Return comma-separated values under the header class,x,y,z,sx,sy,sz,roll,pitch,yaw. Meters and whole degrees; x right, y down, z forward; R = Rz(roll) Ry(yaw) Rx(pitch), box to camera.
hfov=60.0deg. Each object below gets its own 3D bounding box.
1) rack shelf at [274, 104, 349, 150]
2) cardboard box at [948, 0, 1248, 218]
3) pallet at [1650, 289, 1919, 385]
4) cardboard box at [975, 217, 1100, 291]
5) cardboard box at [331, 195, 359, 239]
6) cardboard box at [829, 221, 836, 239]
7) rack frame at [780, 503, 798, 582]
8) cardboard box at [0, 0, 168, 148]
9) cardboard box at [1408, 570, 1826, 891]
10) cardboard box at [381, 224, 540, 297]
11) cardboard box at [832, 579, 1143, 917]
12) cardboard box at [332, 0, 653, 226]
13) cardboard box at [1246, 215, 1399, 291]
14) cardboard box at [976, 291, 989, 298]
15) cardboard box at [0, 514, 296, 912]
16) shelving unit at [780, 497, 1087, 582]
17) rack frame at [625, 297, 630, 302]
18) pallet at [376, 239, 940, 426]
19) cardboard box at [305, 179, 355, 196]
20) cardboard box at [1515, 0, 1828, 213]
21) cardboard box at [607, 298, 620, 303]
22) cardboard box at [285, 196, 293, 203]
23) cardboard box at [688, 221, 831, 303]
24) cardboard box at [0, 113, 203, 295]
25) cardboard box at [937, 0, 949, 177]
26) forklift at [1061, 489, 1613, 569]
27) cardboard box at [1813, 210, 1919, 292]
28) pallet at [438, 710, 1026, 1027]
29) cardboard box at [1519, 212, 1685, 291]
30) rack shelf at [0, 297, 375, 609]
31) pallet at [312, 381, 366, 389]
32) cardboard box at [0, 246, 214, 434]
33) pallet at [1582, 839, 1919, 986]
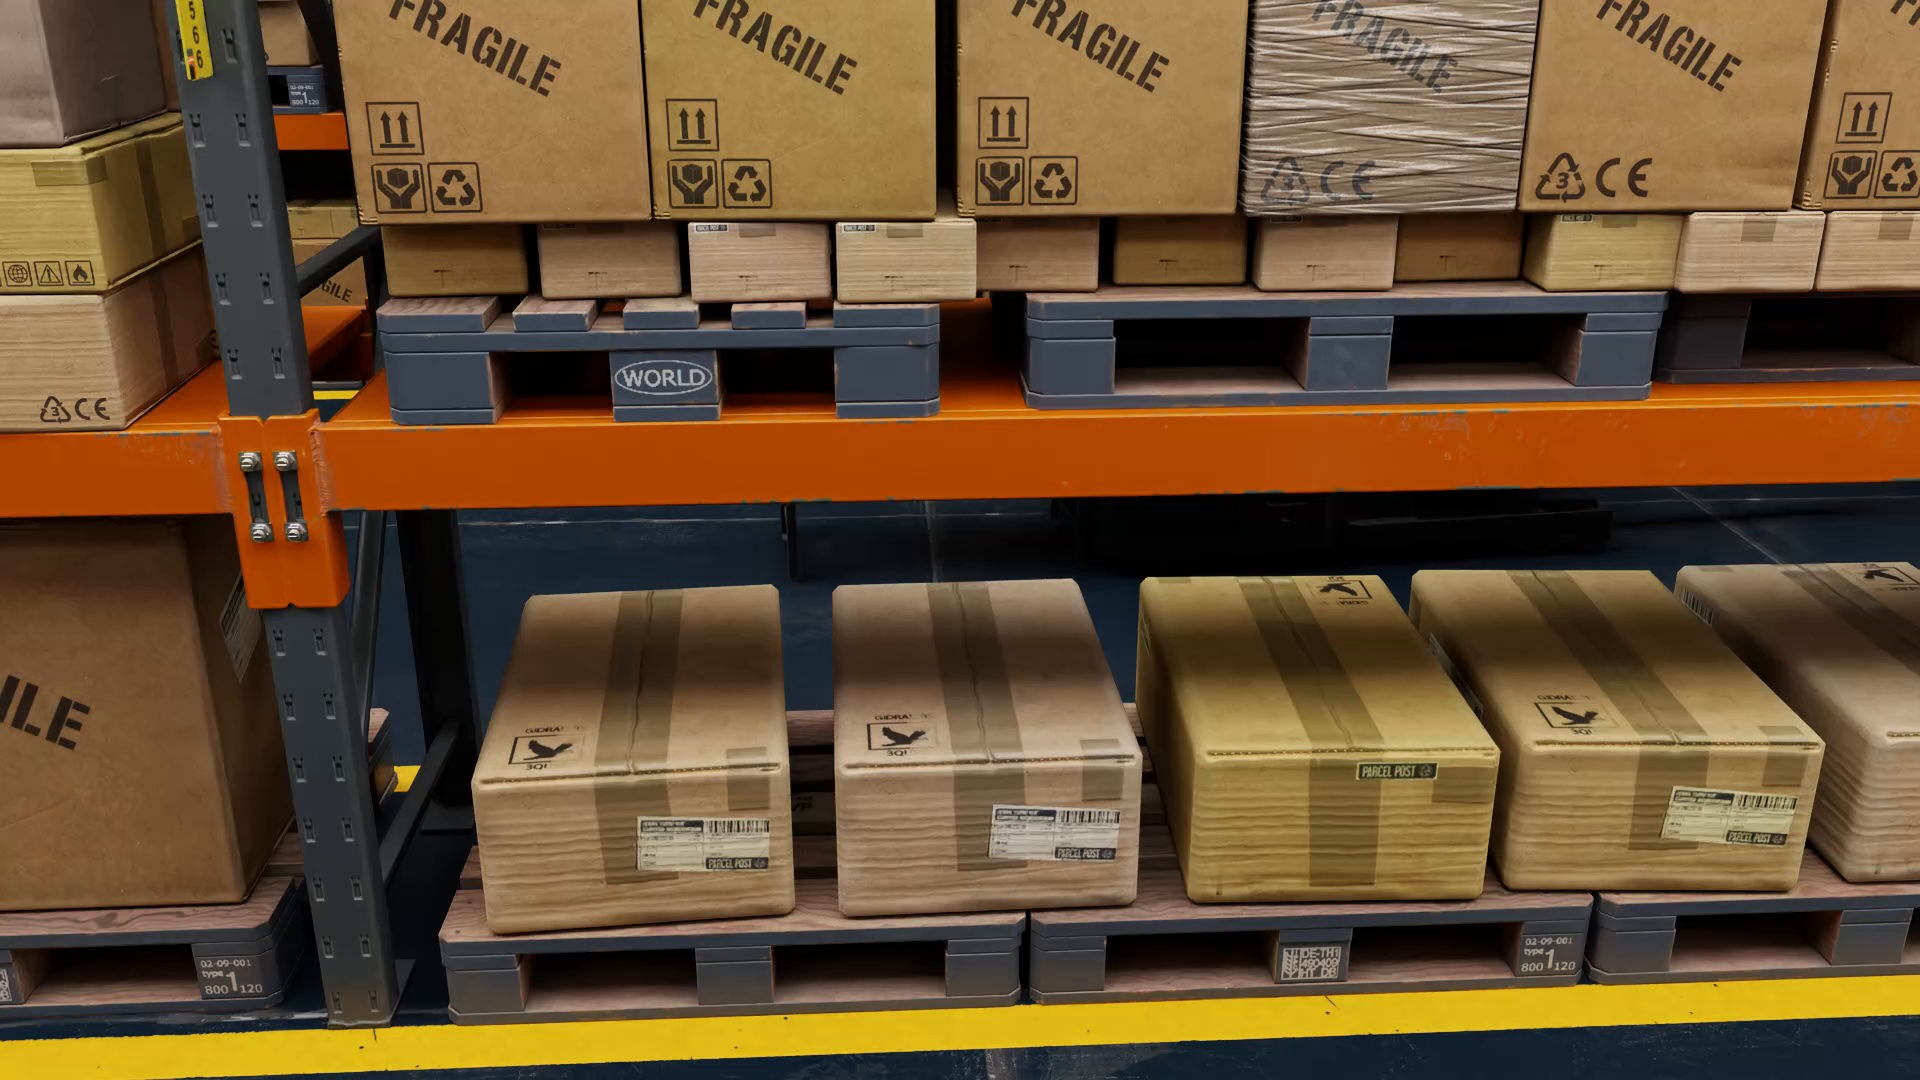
class,x,y,z,sx,sy,sz,roll,pitch,yaw
rack shelf,-3.560,-1.950,8.038,4.000,0.370,1.077,-1,21,-3
cardboard box,0.236,-0.899,3.117,0.500,0.500,0.500,-1,21,-2
pallet,1.946,-0.591,3.728,1.213,0.211,1.003,-1,21,-3
cardboard box,0.131,-0.597,3.236,0.250,0.149,0.380,0,21,0
cardboard box,-2.844,-1.562,8.020,0.250,0.149,0.380,-1,21,-1
cardboard box,-0.198,-0.787,3.736,0.250,0.149,0.380,-2,21,-6
rack frame,-0.613,-0.645,5.707,0.032,1.500,0.500,-3,21,-8
cardboard box,-1.777,-0.974,2.918,0.500,0.500,0.500,-2,21,-5
cardboard box,1.476,0.414,3.920,0.625,0.372,0.950,0,21,0
cardboard box,-0.941,-0.583,3.199,0.250,0.149,0.380,-2,21,-6
cardboard box,0.025,0.442,3.846,0.625,0.372,0.950,-2,21,-4
cardboard box,-0.813,-0.872,3.048,0.500,0.500,0.500,-2,21,-5
cardboard box,0.675,-0.599,3.240,0.250,0.149,0.380,-1,21,-1
cardboard box,0.385,-1.451,8.463,0.625,0.625,0.875,-2,21,-5
cardboard box,-1.970,0.218,3.729,0.875,0.875,0.875,-1,21,-4
shelving unit,-0.110,-0.673,5.781,1.048,1.500,0.538,-3,21,-8
rack frame,-1.563,-2.327,8.017,0.127,3.000,1.000,-1,21,-3
pallet,-0.571,-0.526,3.557,1.003,0.211,1.213,-1,21,-3
cardboard box,-3.147,-1.734,8.470,0.250,0.149,0.380,-2,21,-4
cardboard box,1.259,-0.917,3.165,0.500,0.500,0.500,0,21,-1
cardboard box,-1.973,-1.270,8.163,0.500,0.500,0.500,-1,21,-1
cardboard box,-3.367,-1.541,7.964,0.250,0.149,0.380,-2,21,-6
cardboard box,-0.381,-0.566,3.155,0.250,0.149,0.380,-3,21,-7
cardboard box,-1.745,-0.627,3.060,0.500,0.250,0.500,-1,21,-3
cardboard box,0.181,-1.079,3.590,0.500,0.500,0.500,-3,21,-7
forklift,1.900,-1.503,5.948,3.031,2.935,1.130,-3,21,-9
cardboard box,1.700,-0.598,3.239,0.250,0.149,0.380,-2,21,-4
pallet,-0.496,0.724,3.922,1.213,0.211,1.003,-1,21,-3
cardboard box,1.200,-0.600,3.243,0.250,0.149,0.380,-1,21,-3
rack shelf,-3.273,-0.187,3.407,4.000,0.370,1.077,-1,21,-3
pallet,-3.526,-0.998,8.446,1.213,0.211,1.003,-1,21,-3
cardboard box,-1.766,-0.391,3.143,0.500,0.250,0.500,-2,21,-5
pallet,1.940,0.675,4.052,1.213,0.211,1.003,-1,21,-3
